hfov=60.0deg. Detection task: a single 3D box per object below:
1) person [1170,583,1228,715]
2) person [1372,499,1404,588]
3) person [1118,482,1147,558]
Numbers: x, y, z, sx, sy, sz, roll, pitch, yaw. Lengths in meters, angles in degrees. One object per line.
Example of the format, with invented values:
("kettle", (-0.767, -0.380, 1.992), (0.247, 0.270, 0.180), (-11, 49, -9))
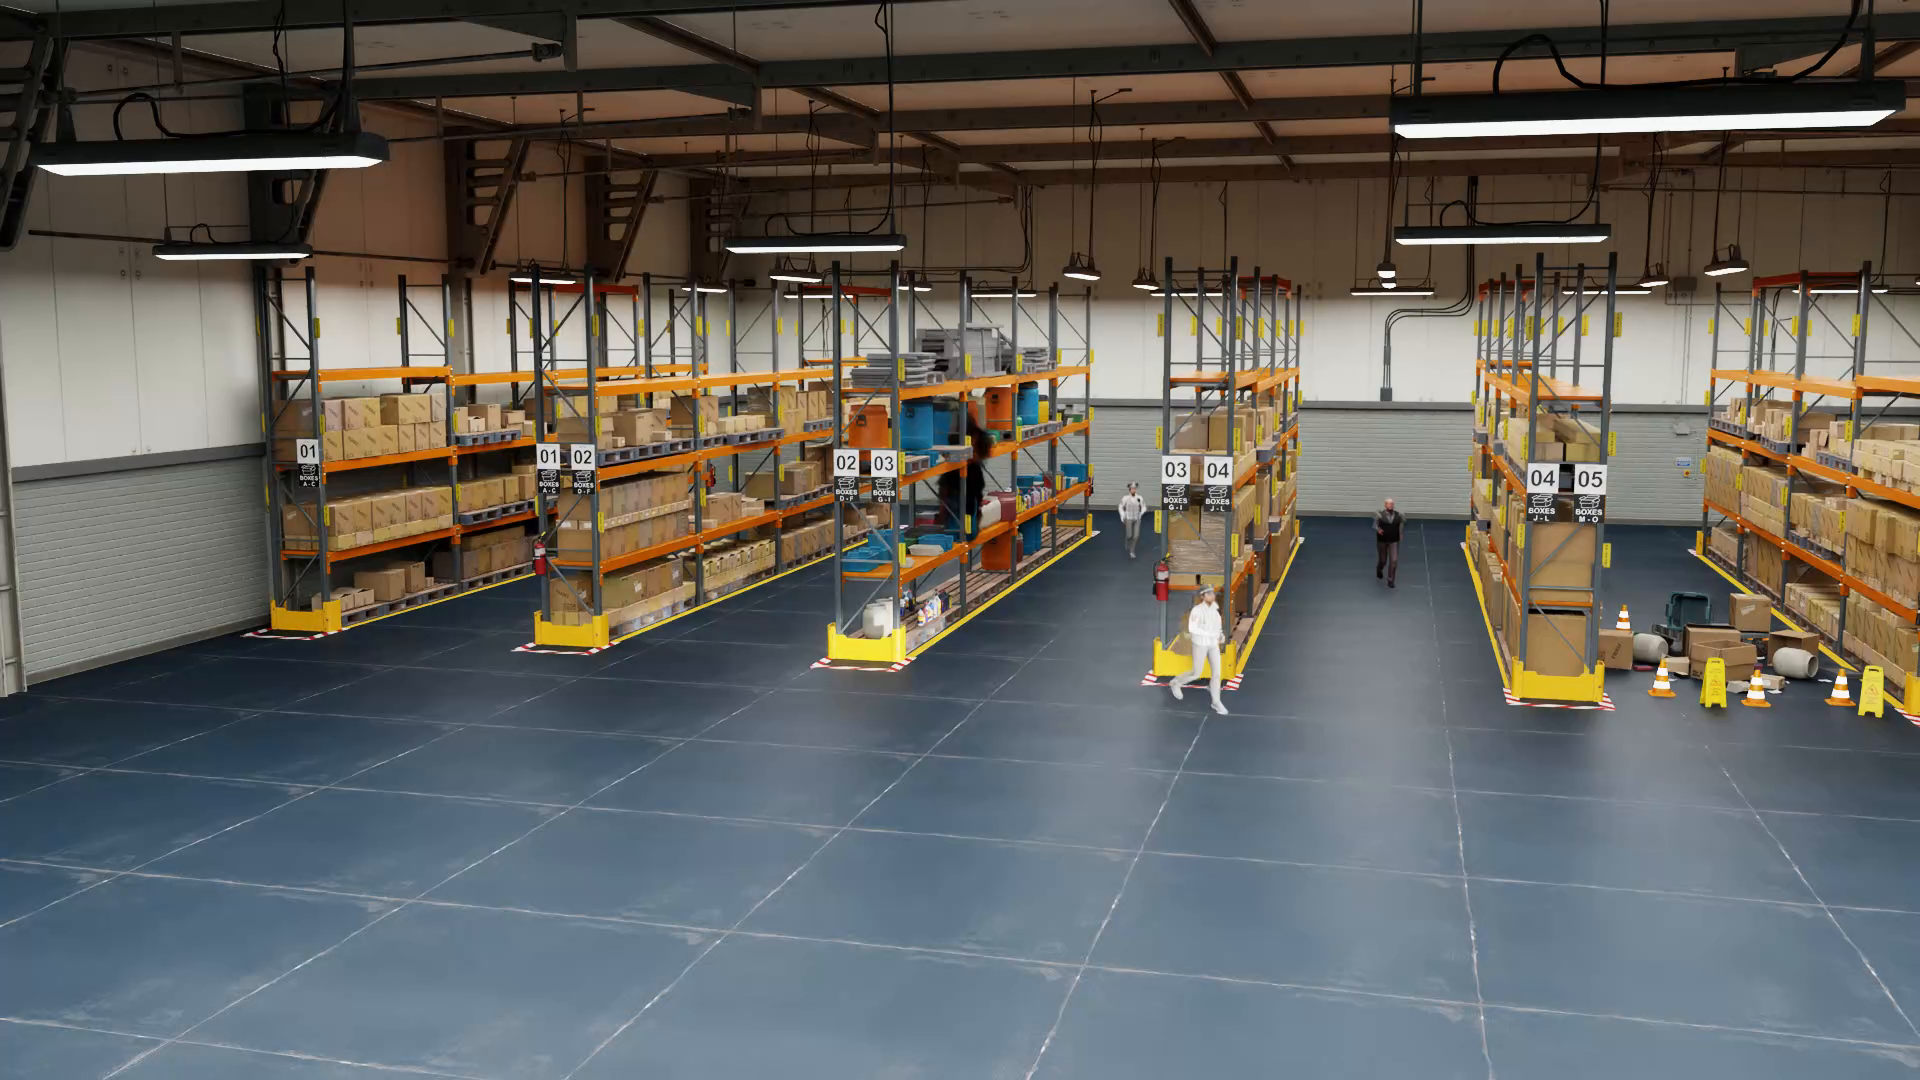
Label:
("person", (3.212, 1.383, 21.938), (0.625, 1.689, 0.830), (-5, 9, -34))
("person", (8.357, 0.037, 32.481), (0.646, 1.712, 0.927), (1, 7, 4))
("person", (3.807, -0.449, 36.655), (0.616, 1.653, 0.554), (0, 7, -1))
